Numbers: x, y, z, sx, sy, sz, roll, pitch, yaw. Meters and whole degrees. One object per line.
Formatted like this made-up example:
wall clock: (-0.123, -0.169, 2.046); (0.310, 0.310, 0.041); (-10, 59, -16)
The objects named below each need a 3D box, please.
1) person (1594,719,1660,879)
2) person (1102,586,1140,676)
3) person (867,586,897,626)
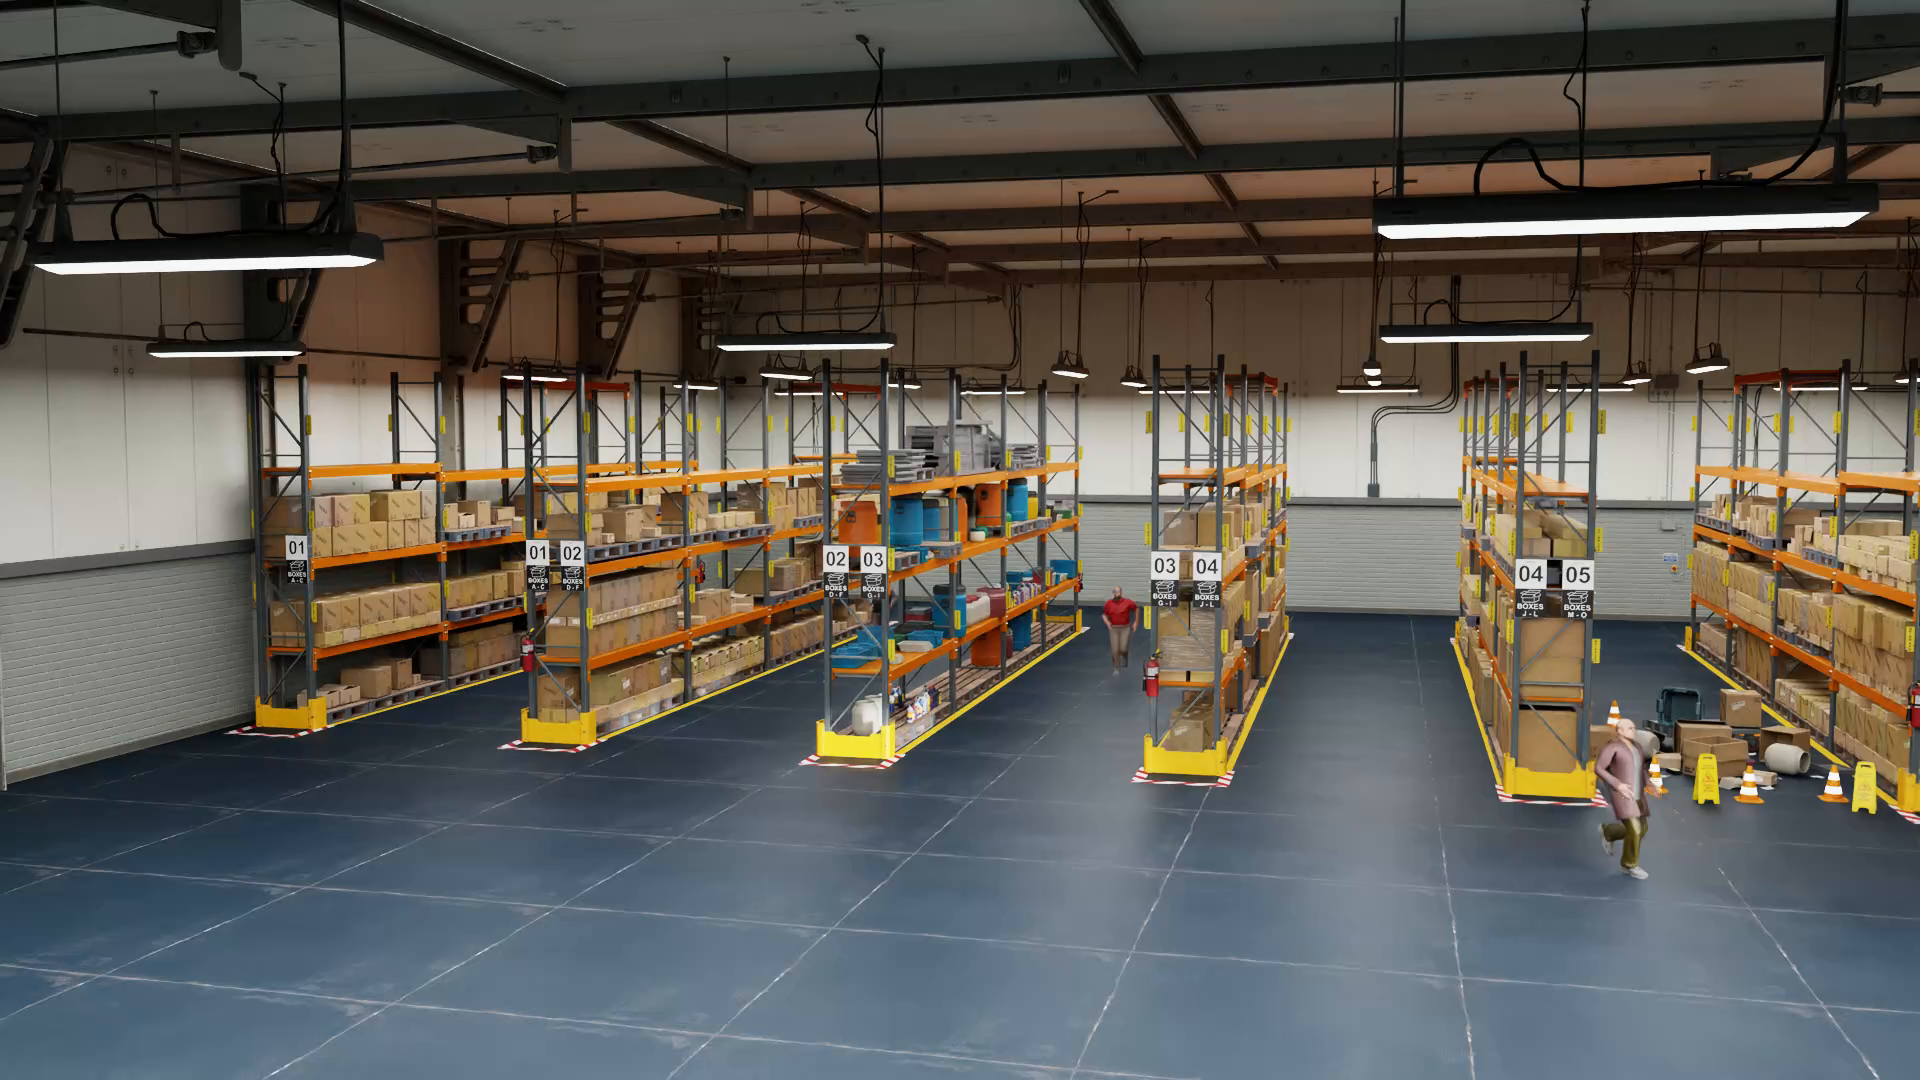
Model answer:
person: (7.421, 2.864, 18.573); (0.712, 1.746, 0.664); (-2, 5, -30)
person: (3.002, 1.724, 31.274); (0.690, 1.705, 0.635); (1, 4, 16)
person: (-1.657, 1.534, 34.952); (0.657, 1.686, 0.576); (0, 4, 5)
